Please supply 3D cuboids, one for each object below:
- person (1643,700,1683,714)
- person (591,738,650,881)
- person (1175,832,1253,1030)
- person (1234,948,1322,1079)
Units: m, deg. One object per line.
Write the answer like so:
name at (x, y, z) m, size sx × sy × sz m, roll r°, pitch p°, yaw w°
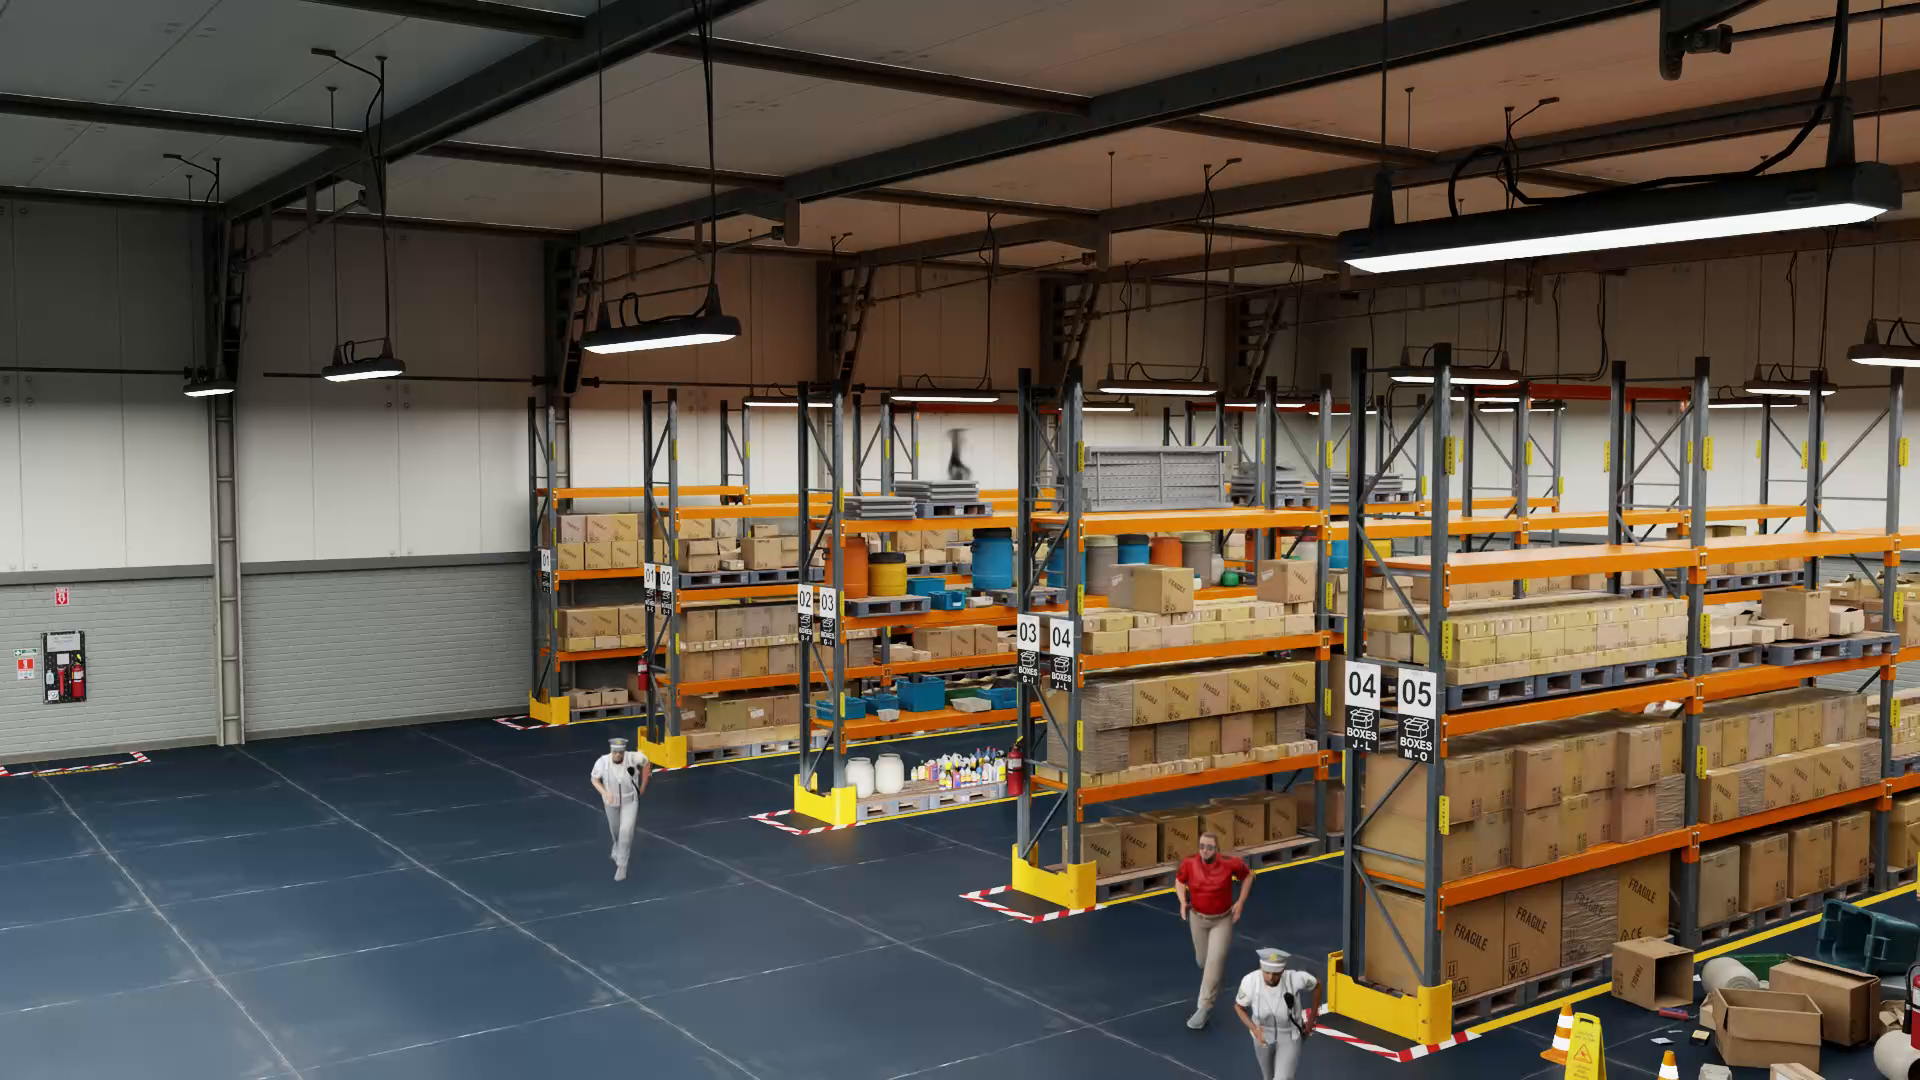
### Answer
person at (9.868, 2.942, 23.254) m, size 0.932 × 1.682 × 0.734 m, roll -2°, pitch 4°, yaw -27°
person at (-4.084, 3.171, 20.036) m, size 0.703 × 1.721 × 1.024 m, roll -1°, pitch 3°, yaw -12°
person at (2.286, 3.431, 14.998) m, size 0.693 × 1.690 × 1.066 m, roll 1°, pitch 4°, yaw 19°
person at (2.323, 3.683, 12.138) m, size 0.618 × 1.625 × 0.943 m, roll 1°, pitch 3°, yaw 14°
